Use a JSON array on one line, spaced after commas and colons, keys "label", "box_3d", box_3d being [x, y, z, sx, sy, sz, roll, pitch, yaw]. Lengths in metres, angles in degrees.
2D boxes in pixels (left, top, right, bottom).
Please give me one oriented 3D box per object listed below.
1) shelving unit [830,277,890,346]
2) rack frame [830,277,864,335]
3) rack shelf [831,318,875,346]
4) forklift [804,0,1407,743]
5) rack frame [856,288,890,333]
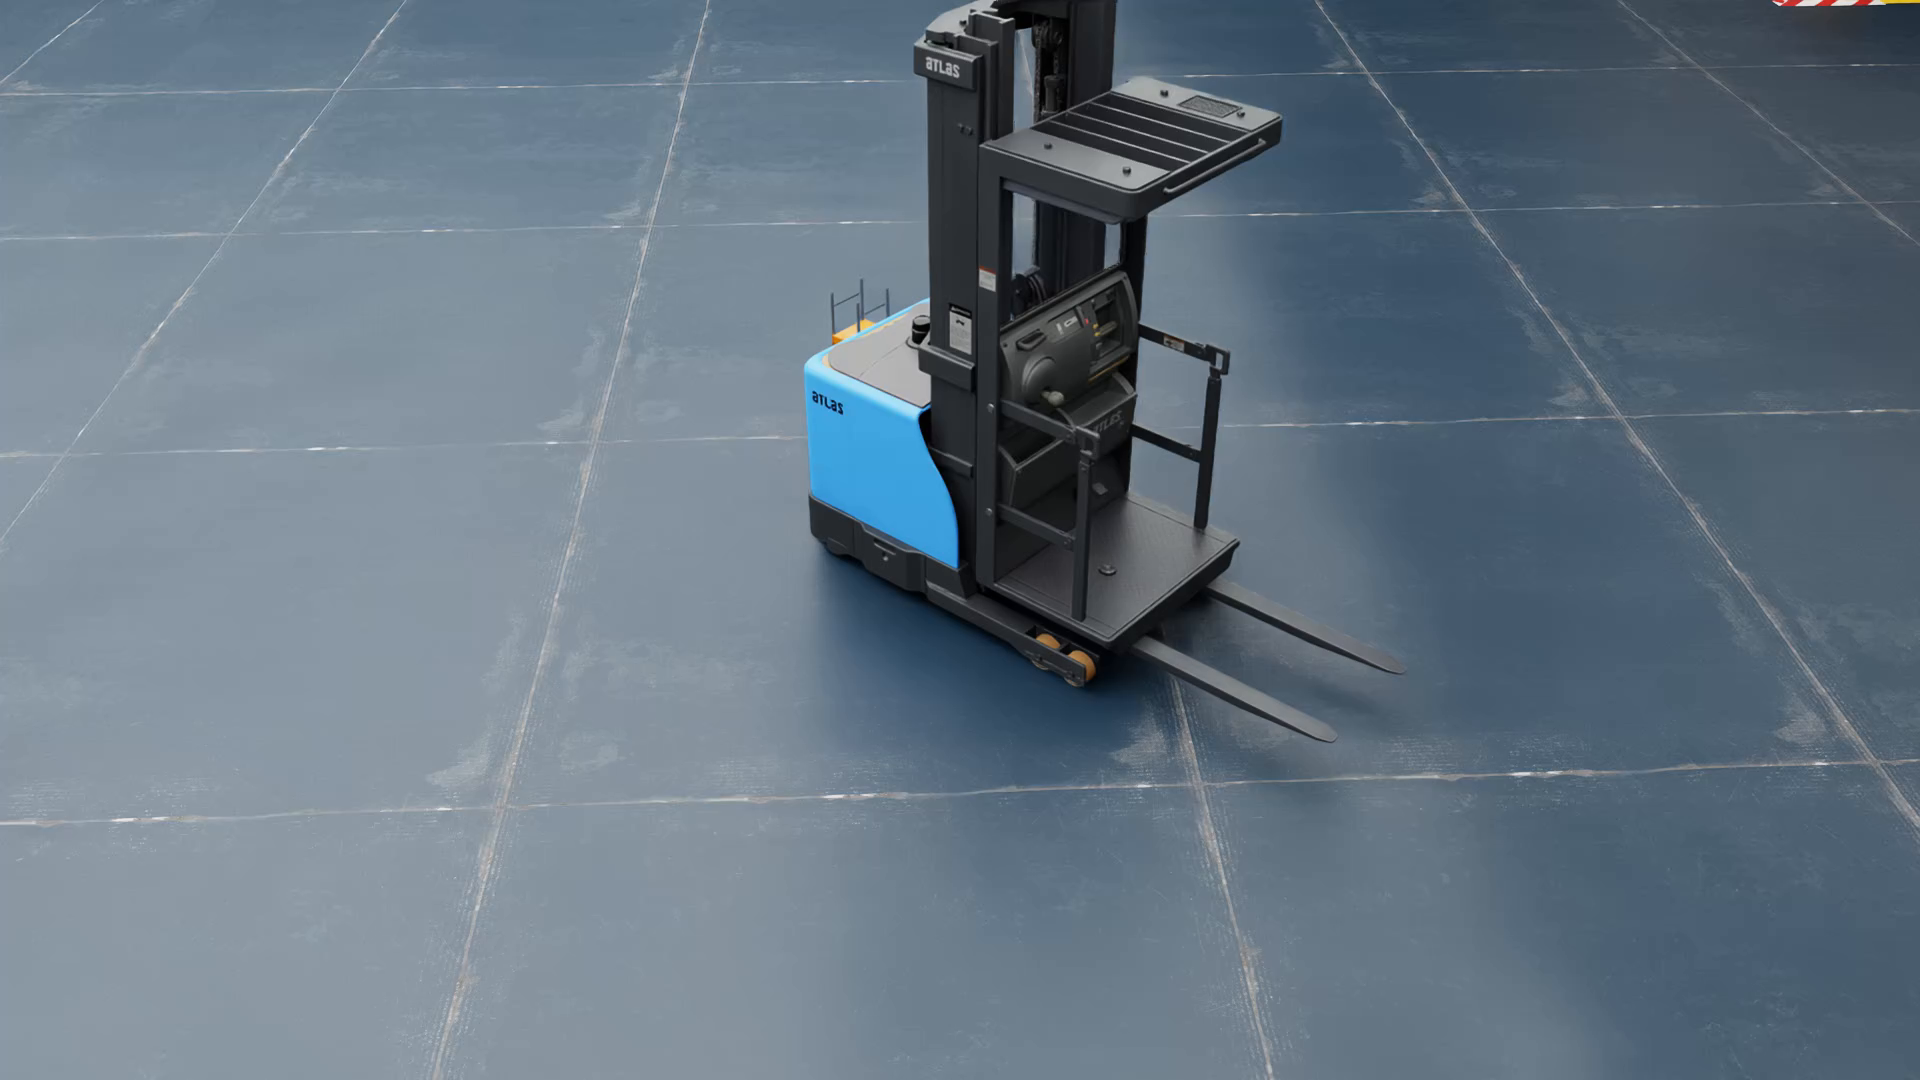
[{"label": "shelving unit", "box_3d": [-0.513, -0.780, 8.823, 0.189, 1.200, 0.258, 26, 42, 32]}, {"label": "rack frame", "box_3d": [-0.582, -0.814, 8.872, 0.006, 1.200, 0.240, 26, 42, 32]}, {"label": "rack shelf", "box_3d": [-0.513, -1.040, 8.644, 0.180, 0.103, 0.258, 26, 42, 32]}, {"label": "forklift", "box_3d": [0.663, -0.861, 7.418, 3.031, 2.935, 1.130, 26, 42, 32]}, {"label": "rack frame", "box_3d": [-0.443, -0.746, 8.774, 0.006, 1.200, 0.240, 26, 42, 32]}]
